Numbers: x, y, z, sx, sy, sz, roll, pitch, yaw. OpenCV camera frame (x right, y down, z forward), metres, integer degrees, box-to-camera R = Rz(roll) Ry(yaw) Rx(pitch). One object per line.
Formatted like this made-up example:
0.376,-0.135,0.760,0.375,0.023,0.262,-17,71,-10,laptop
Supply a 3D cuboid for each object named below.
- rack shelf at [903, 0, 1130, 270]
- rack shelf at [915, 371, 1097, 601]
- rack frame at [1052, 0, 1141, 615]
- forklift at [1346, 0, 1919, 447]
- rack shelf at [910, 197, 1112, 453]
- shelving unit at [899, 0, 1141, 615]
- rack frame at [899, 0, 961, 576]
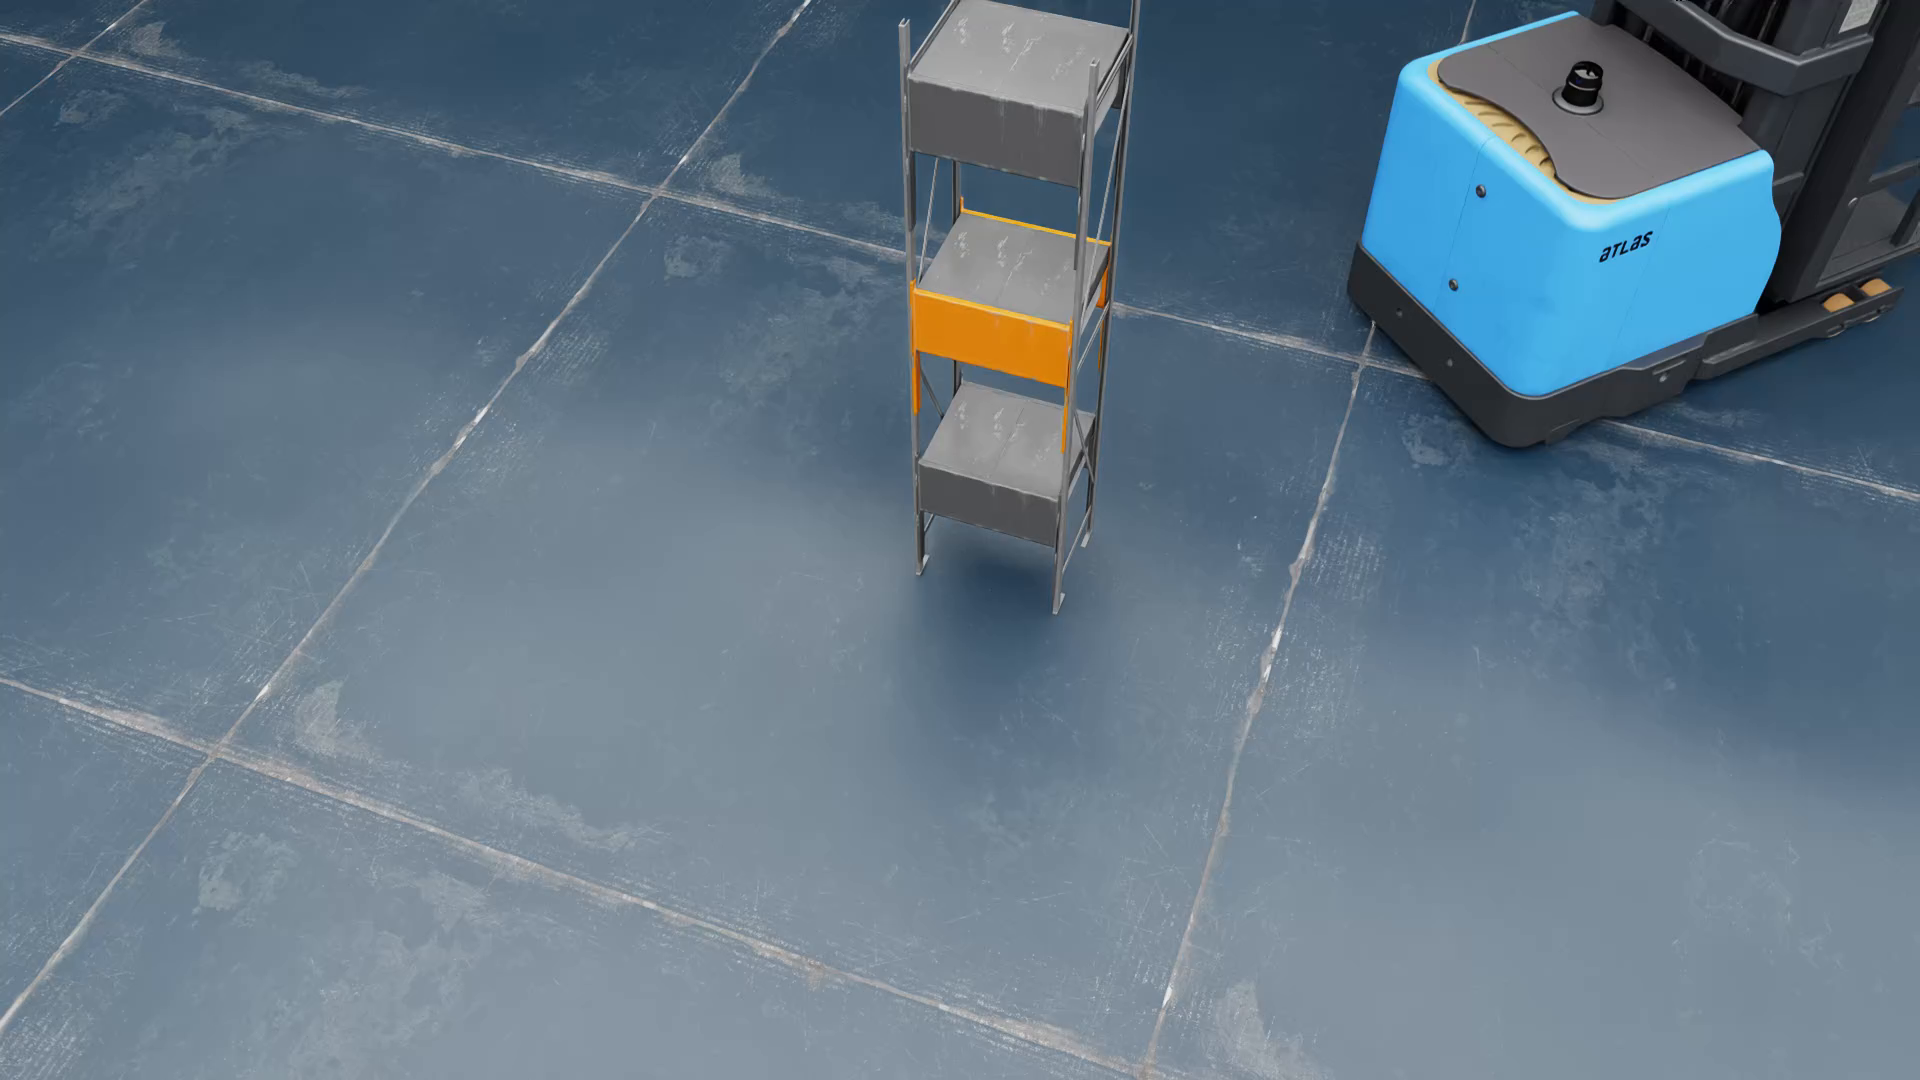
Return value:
0.155,-1.094,4.400,0.480,0.518,0.431,16,51,13,rack shelf
0.155,-0.177,5.458,0.480,0.518,0.431,16,51,13,rack shelf
0.384,-0.580,4.864,0.015,2.100,0.400,16,51,13,rack frame
3.064,-2.083,5.615,3.031,2.935,1.130,-21,52,-17,forklift
0.155,-0.635,4.929,0.480,0.518,0.431,16,51,13,rack shelf
0.155,-0.644,4.919,0.503,2.100,0.431,16,51,13,shelving unit
-0.074,-0.708,4.974,0.015,2.100,0.400,16,51,13,rack frame
